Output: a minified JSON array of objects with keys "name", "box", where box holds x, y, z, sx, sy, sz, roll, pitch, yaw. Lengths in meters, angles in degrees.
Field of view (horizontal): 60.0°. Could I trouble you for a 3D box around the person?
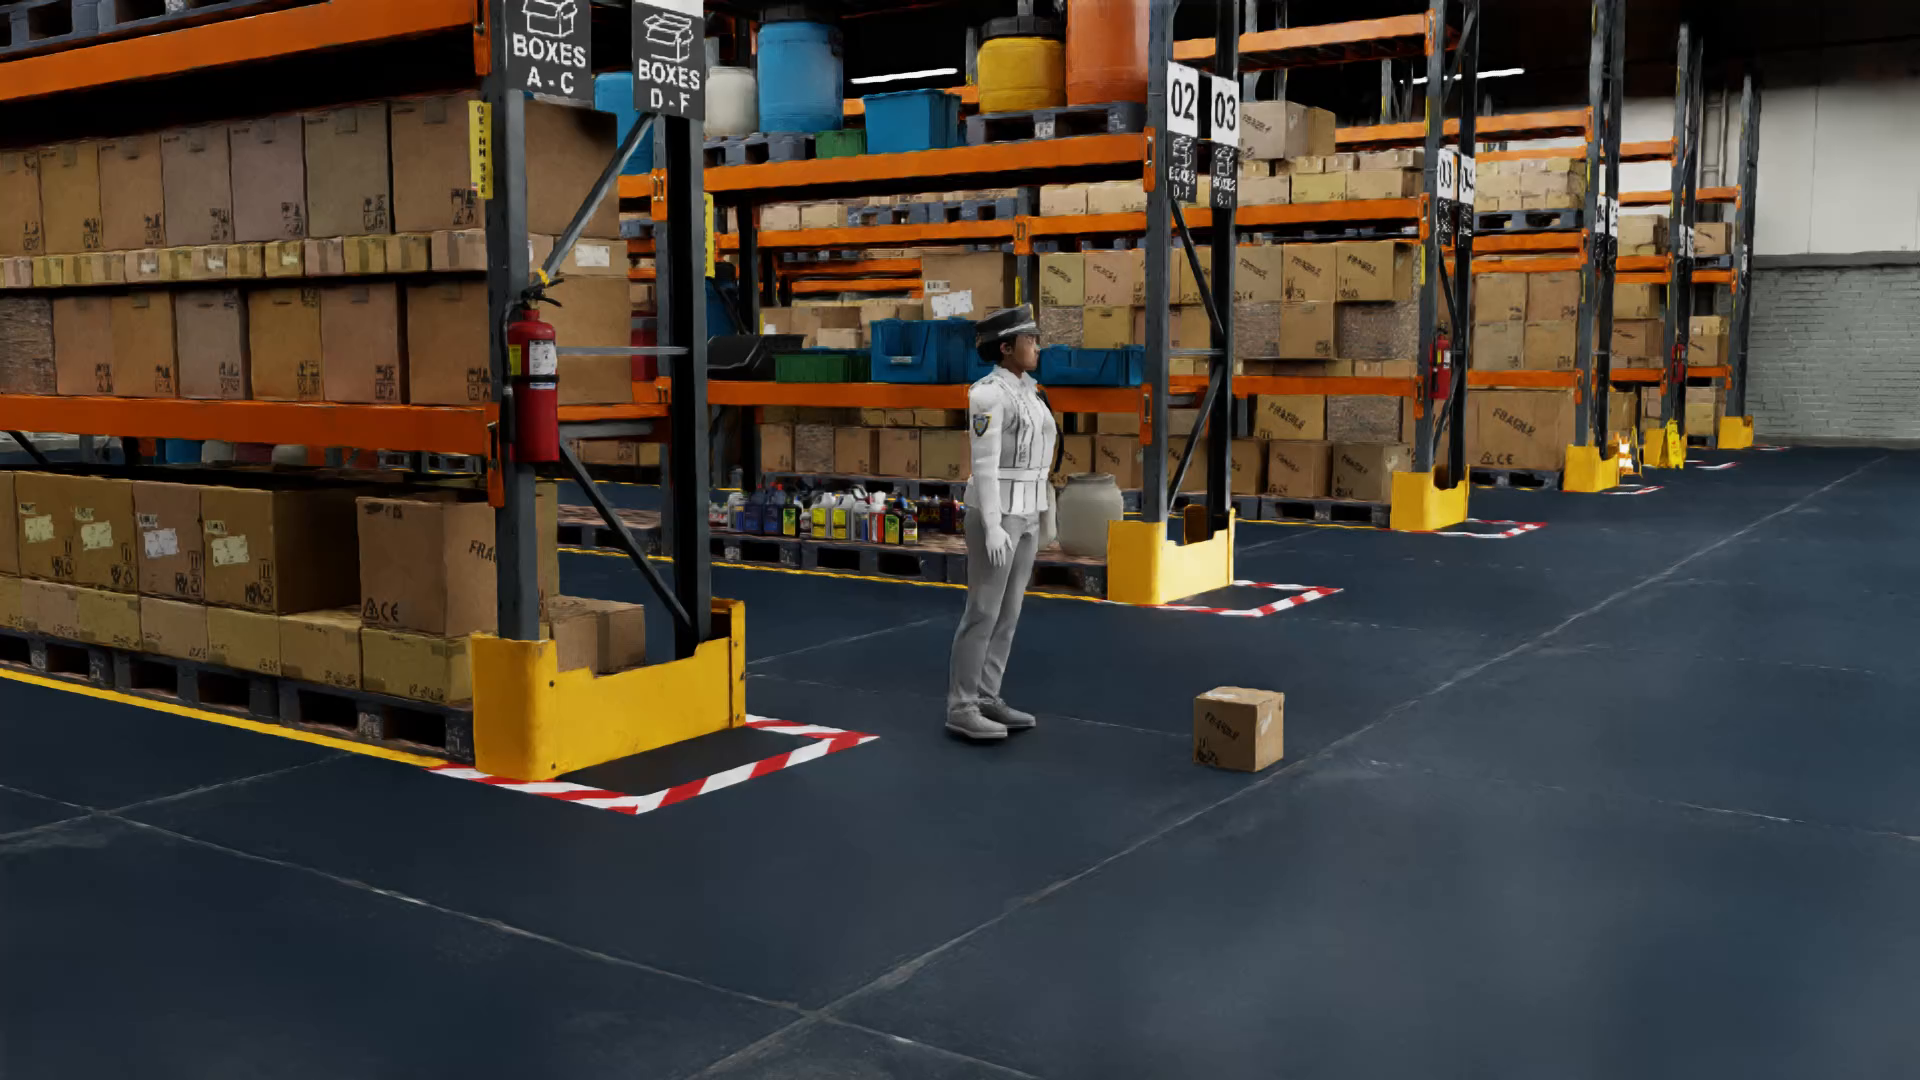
[{"name":"person","box":[0.175,-0.082,6.507,0.386,1.684,0.494,3,7,27]}]
